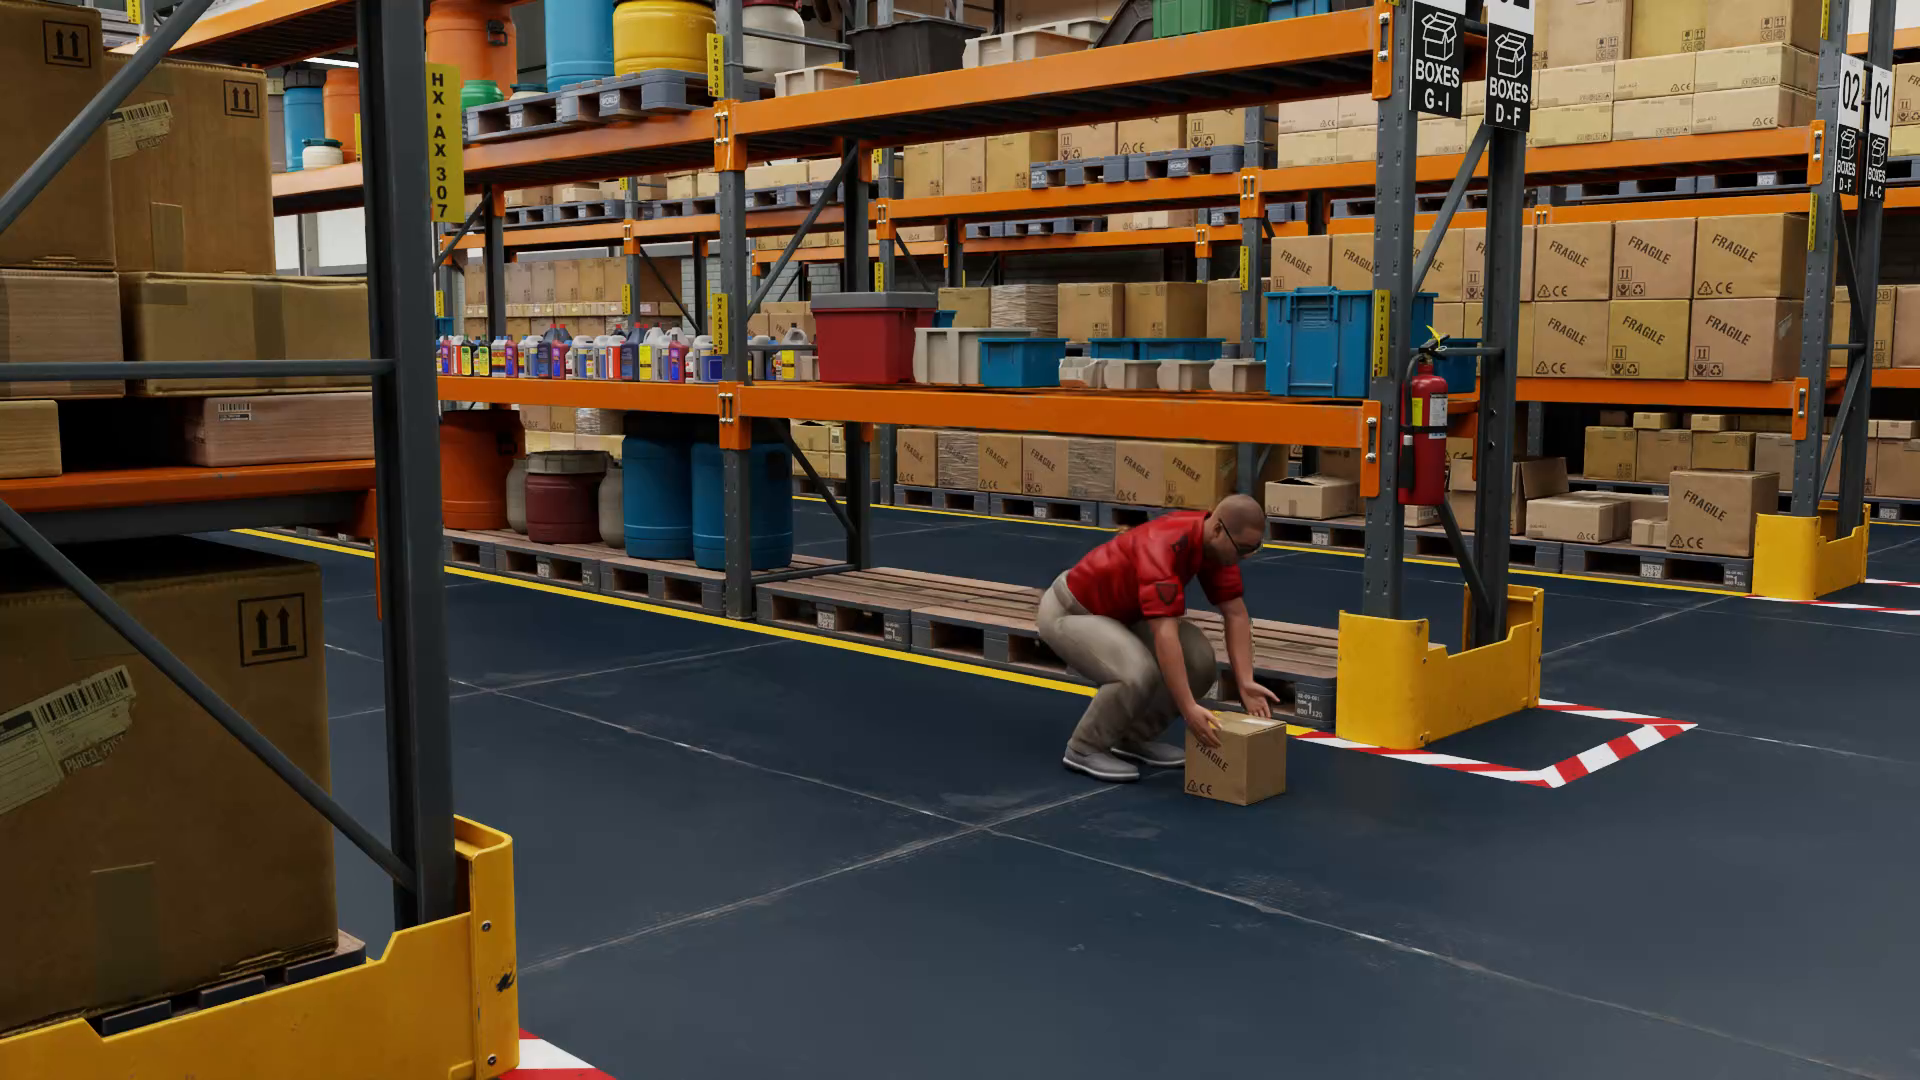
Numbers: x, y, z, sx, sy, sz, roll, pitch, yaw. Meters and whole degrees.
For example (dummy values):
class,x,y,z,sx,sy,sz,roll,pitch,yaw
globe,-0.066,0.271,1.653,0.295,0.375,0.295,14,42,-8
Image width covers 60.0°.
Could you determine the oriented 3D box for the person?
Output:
class,x,y,z,sx,sy,sz,roll,pitch,yaw
person,0.708,0.331,5.992,0.857,1.036,0.570,7,10,43
